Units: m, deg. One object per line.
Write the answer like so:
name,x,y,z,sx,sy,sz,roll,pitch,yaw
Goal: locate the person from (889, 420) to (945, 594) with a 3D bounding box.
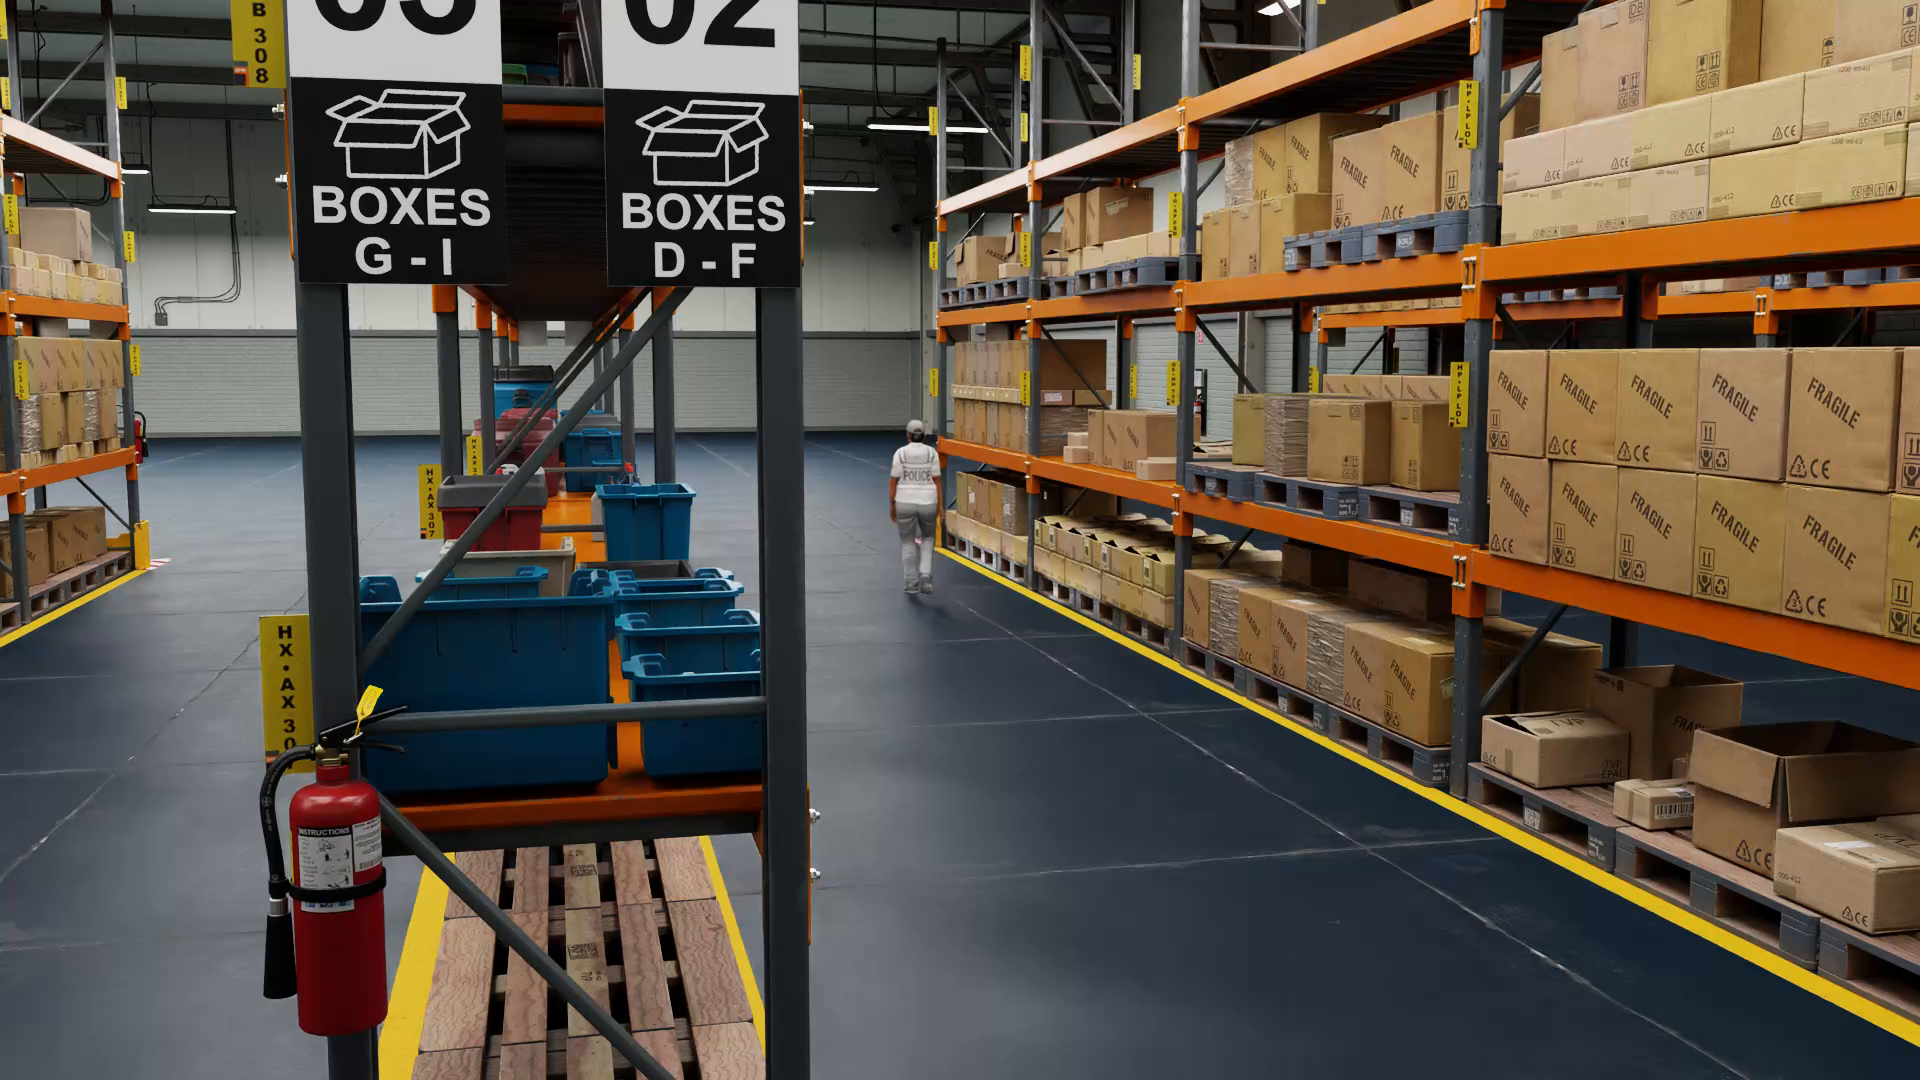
person,-0.427,-0.302,15.853,0.513,1.694,0.470,-1,6,-13
